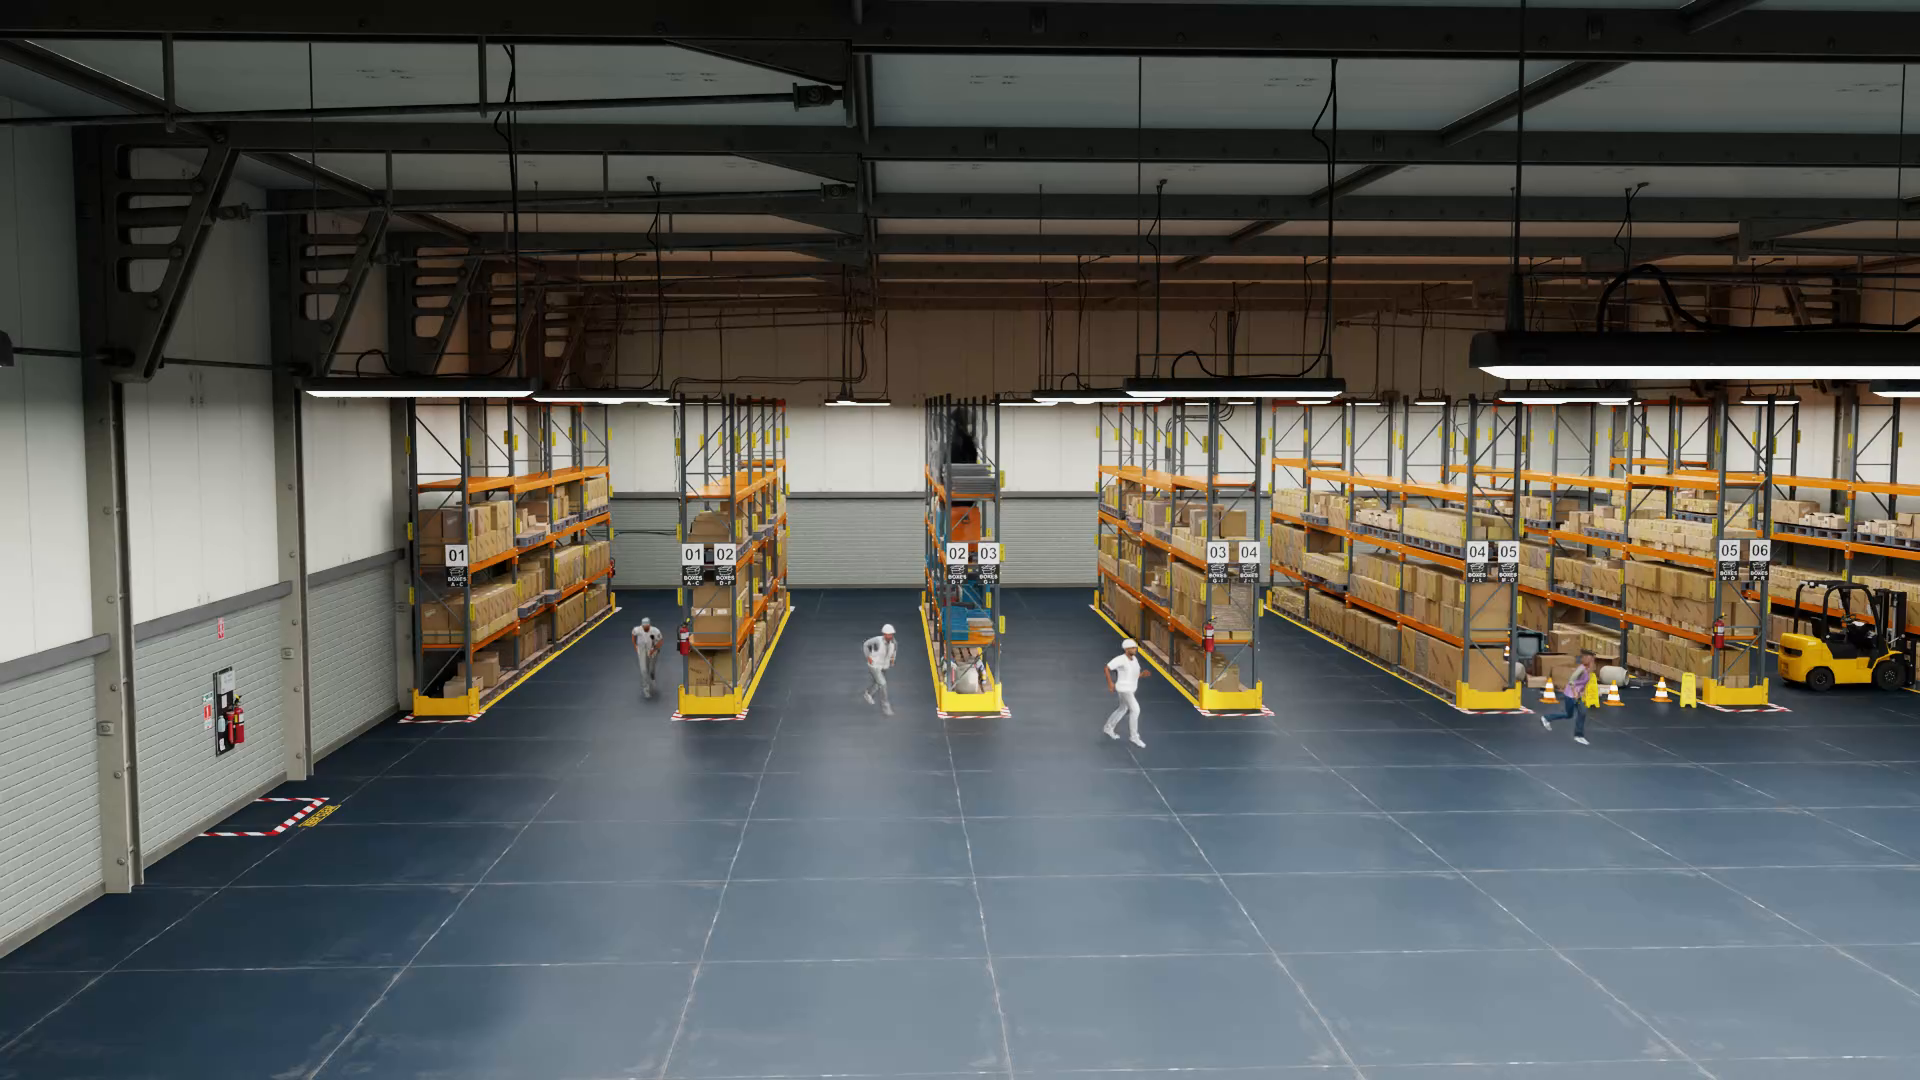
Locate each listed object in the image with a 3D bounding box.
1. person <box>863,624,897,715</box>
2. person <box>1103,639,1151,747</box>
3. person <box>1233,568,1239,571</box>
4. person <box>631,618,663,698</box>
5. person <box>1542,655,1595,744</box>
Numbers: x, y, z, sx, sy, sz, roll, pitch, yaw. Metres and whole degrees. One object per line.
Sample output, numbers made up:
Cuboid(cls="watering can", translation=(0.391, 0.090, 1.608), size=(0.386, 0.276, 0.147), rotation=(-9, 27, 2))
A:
Cuboid(cls="person", translation=(-1.557, 2.418, 31.399), size=(0.696, 1.732, 1.048), rotation=(-3, 5, -33))
Cuboid(cls="person", translation=(2.833, 2.592, 28.353), size=(0.862, 1.818, 0.671), rotation=(3, 5, 30))
Cuboid(cls="person", translation=(7.747, 1.141, 47.884), size=(0.671, 1.597, 0.545), rotation=(3, 5, 30))
Cuboid(cls="person", translation=(-6.253, 2.325, 33.337), size=(0.642, 1.627, 1.020), rotation=(0, 5, -1))
Cuboid(cls="person", translation=(10.483, 2.717, 28.663), size=(0.864, 1.548, 0.549), rotation=(3, 5, 32))
